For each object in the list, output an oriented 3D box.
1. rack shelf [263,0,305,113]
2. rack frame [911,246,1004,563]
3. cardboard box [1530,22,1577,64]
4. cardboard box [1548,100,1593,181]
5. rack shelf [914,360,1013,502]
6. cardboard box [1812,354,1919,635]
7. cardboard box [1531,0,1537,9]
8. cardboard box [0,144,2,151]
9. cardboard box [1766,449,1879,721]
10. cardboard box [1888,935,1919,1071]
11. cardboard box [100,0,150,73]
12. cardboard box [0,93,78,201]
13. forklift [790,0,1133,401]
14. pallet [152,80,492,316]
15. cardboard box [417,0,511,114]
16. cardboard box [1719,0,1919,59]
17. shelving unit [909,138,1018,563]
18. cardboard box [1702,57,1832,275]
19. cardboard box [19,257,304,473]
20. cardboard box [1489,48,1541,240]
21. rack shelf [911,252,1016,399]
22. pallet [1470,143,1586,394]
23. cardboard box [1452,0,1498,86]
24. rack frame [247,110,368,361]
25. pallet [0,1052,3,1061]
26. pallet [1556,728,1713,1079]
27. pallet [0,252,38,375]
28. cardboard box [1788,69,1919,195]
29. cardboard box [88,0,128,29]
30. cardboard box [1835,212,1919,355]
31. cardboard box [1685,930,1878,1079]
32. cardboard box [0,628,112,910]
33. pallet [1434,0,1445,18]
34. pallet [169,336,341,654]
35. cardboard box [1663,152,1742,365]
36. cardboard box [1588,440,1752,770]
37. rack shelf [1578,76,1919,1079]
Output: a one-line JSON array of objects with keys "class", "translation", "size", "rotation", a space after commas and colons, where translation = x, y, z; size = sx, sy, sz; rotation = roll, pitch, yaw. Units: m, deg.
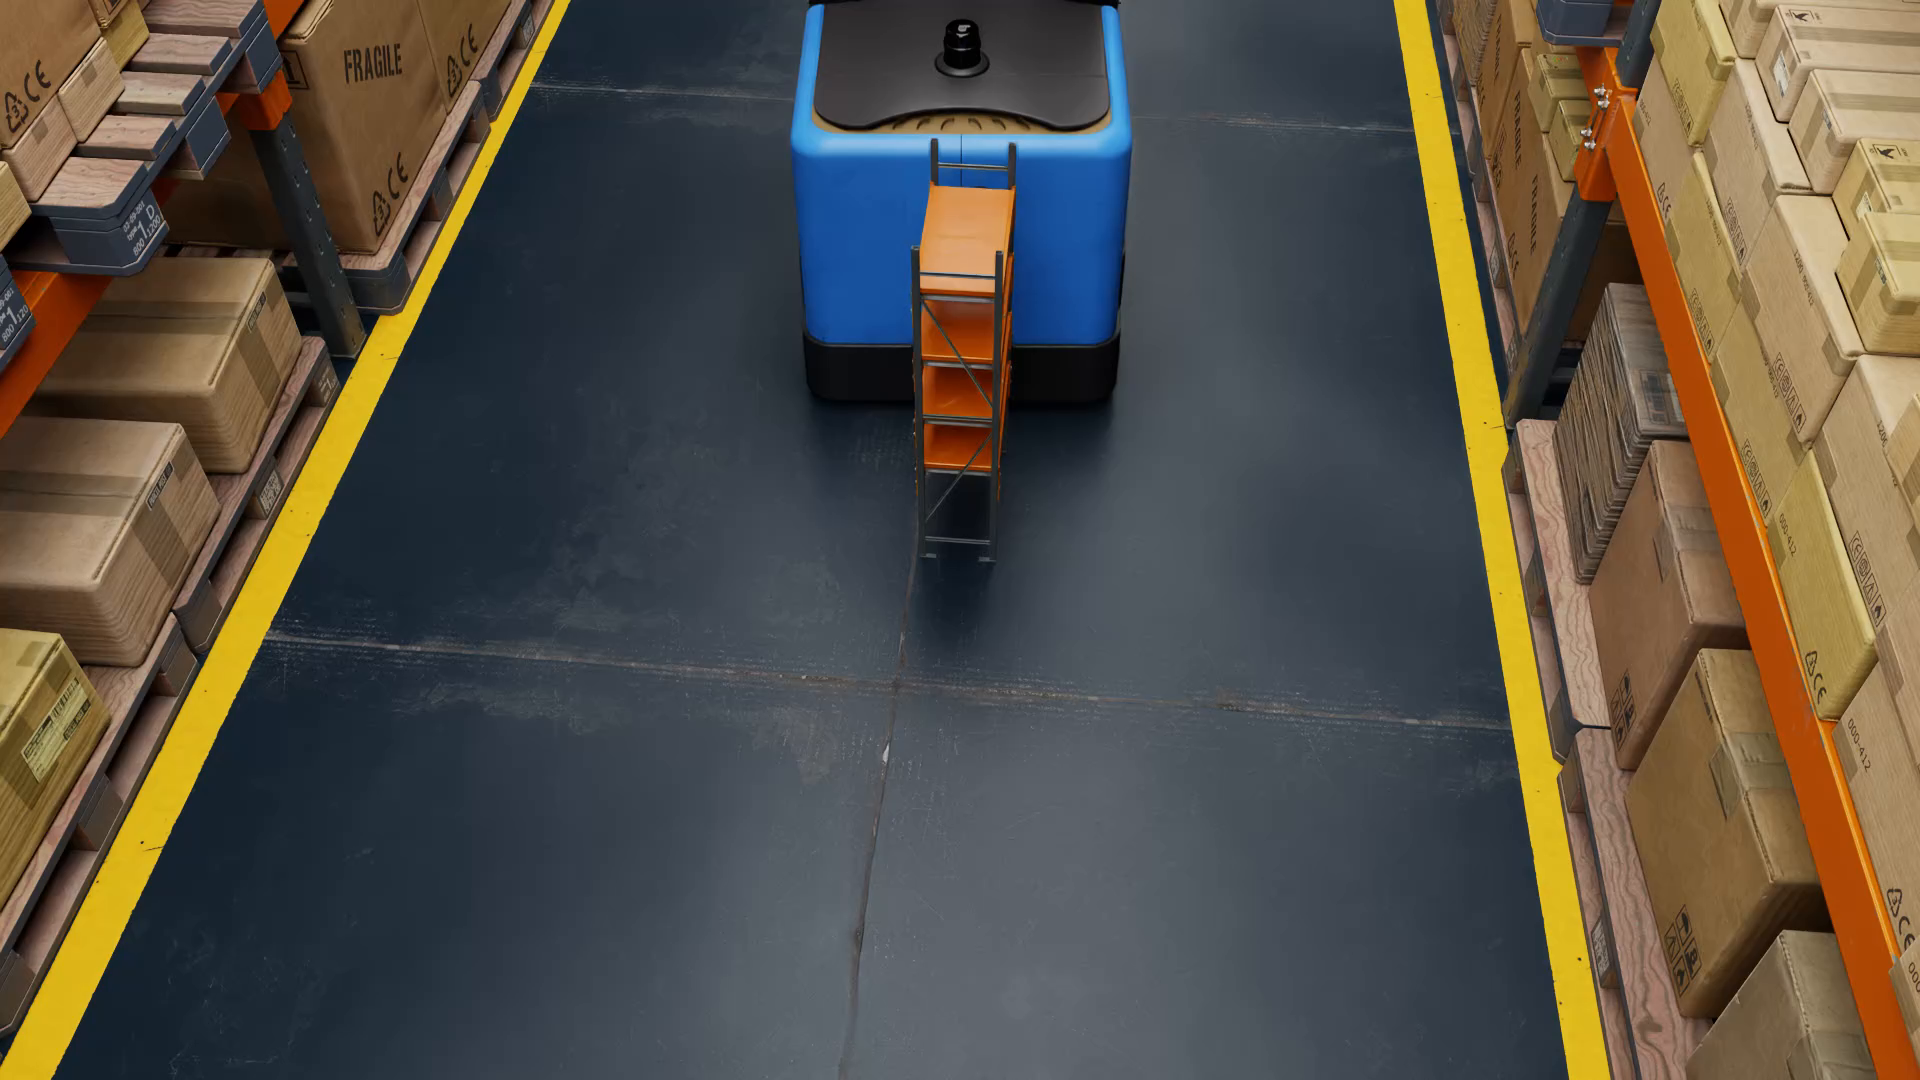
[{"class": "rack shelf", "translation": [-2.425, -2.946, 6.399], "size": [1.077, 0.370, 4.000], "rotation": [4, 48, 4]}, {"class": "rack frame", "translation": [-0.007, -0.347, 4.755], "size": [0.240, 1.200, 0.015], "rotation": [4, 48, 4]}, {"class": "cardboard box", "translation": [2.191, -1.678, 5.722], "size": [0.380, 0.149, 0.250], "rotation": [2, 48, 2]}, {"class": "cardboard box", "translation": [2.129, -1.285, 5.362], "size": [0.380, 0.149, 0.250], "rotation": [2, 48, 2]}, {"class": "rack shelf", "translation": [0.015, -0.347, 5.115], "size": [0.258, 0.148, 0.480], "rotation": [4, 48, 4]}, {"class": "cardboard box", "translation": [1.918, -0.068, 3.042], "size": [0.500, 0.250, 0.500], "rotation": [4, 48, 4]}, {"class": "cardboard box", "translation": [2.282, -2.052, 6.064], "size": [0.380, 0.149, 0.250], "rotation": [3, 48, 3]}, {"class": "cardboard box", "translation": [-2.453, -0.890, 3.477], "size": [0.500, 0.500, 0.500], "rotation": [1, 48, 1]}, {"class": "cardboard box", "translation": [1.913, 0.102, 3.226], "size": [0.500, 0.250, 0.500], "rotation": [5, 48, 5]}, {"class": "cardboard box", "translation": [1.797, 0.845, 2.546], "size": [0.500, 0.250, 0.500], "rotation": [4, 48, 3]}, {"class": "cardboard box", "translation": [-2.355, -1.317, 4.307], "size": [0.380, 0.149, 0.250], "rotation": [5, 48, 4]}, {"class": "cardboard box", "translation": [-2.364, -0.944, 3.967], "size": [0.380, 0.149, 0.250], "rotation": [2, 48, 2]}, {"class": "forklift", "translation": [0.014, -2.525, 5.573], "size": [1.130, 2.935, 3.031], "rotation": [0, 48, 0]}, {"class": "pallet", "translation": [-2.460, -1.352, 6.343], "size": [1.003, 0.211, 1.213], "rotation": [4, 48, 4]}, {"class": "cardboard box", "translation": [-2.376, -2.300, 6.477], "size": [0.875, 0.875, 0.875], "rotation": [4, 48, 4]}, {"class": "cardboard box", "translation": [1.991, -1.230, 3.835], "size": [0.380, 0.149, 0.250], "rotation": [5, 48, 4]}, {"class": "shelving unit", "translation": [0.015, -0.527, 4.919], "size": [0.258, 1.200, 0.503], "rotation": [4, 48, 4]}, {"class": "cardboard box", "translation": [2.006, -0.828, 3.738], "size": [0.500, 0.250, 0.500], "rotation": [5, 48, 5]}, {"class": "cardboard box", "translation": [-2.669, -0.559, 5.225], "size": [0.950, 0.372, 0.625], "rotation": [1, 48, 1]}, {"class": "cardboard box", "translation": [2.217, -1.378, 5.887], "size": [0.500, 0.500, 0.500], "rotation": [3, 48, 3]}, {"class": "rack shelf", "translation": [0.015, -0.632, 4.803], "size": [0.258, 0.148, 0.480], "rotation": [4, 48, 4]}, {"class": "pallet", "translation": [2.442, -0.993, 6.015], "size": [1.003, 0.211, 1.213], "rotation": [4, 48, 4]}, {"class": "cardboard box", "translation": [2.290, -2.146, 6.589], "size": [0.500, 0.500, 0.500], "rotation": [2, 48, 2]}, {"class": "rack frame", "translation": [-2.607, -1.719, 4.789], "size": [1.000, 3.000, 0.127], "rotation": [4, 48, 4]}, {"class": "pallet", "translation": [-2.902, 1.590, 3.653], "size": [1.003, 0.211, 1.213], "rotation": [4, 48, 4]}, {"class": "pallet", "translation": [2.108, 1.050, 4.147], "size": [1.003, 0.211, 1.213], "rotation": [4, 48, 4]}, {"class": "pallet", "translation": [-2.747, -0.197, 3.527], "size": [1.003, 0.211, 1.213], "rotation": [4, 48, 4]}, {"class": "cardboard box", "translation": [1.982, -0.846, 3.484], "size": [0.380, 0.149, 0.250], "rotation": [4, 48, 4]}, {"class": "cardboard box", "translation": [-2.372, -1.642, 4.165], "size": [0.500, 0.500, 0.500], "rotation": [3, 48, 2]}, {"class": "cardboard box", "translation": [1.907, -0.477, 3.146], "size": [0.380, 0.149, 0.250], "rotation": [5, 48, 4]}, {"class": "cardboard box", "translation": [2.086, 1.258, 3.392], "size": [0.875, 0.625, 0.625], "rotation": [3, 48, 3]}, {"class": "cardboard box", "translation": [-2.803, 0.541, 4.219], "size": [0.950, 0.372, 0.625], "rotation": [5, 48, 5]}, {"class": "pallet", "translation": [2.664, -2.785, 7.655], "size": [1.003, 0.211, 1.213], "rotation": [4, 48, 4]}, {"class": "pallet", "translation": [-2.680, -0.203, 5.293], "size": [1.003, 0.211, 1.213], "rotation": [4, 48, 4]}, {"class": "cardboard box", "translation": [2.001, -0.658, 3.921], "size": [0.500, 0.250, 0.500], "rotation": [3, 48, 3]}, {"class": "cardboard box", "translation": [2.214, 0.210, 4.350], "size": [0.875, 0.625, 0.625], "rotation": [5, 48, 5]}, {"class": "rack shelf", "translation": [2.154, 0.325, 3.408], "size": [1.077, 0.370, 4.000], "rotation": [4, 48, 4]}]
